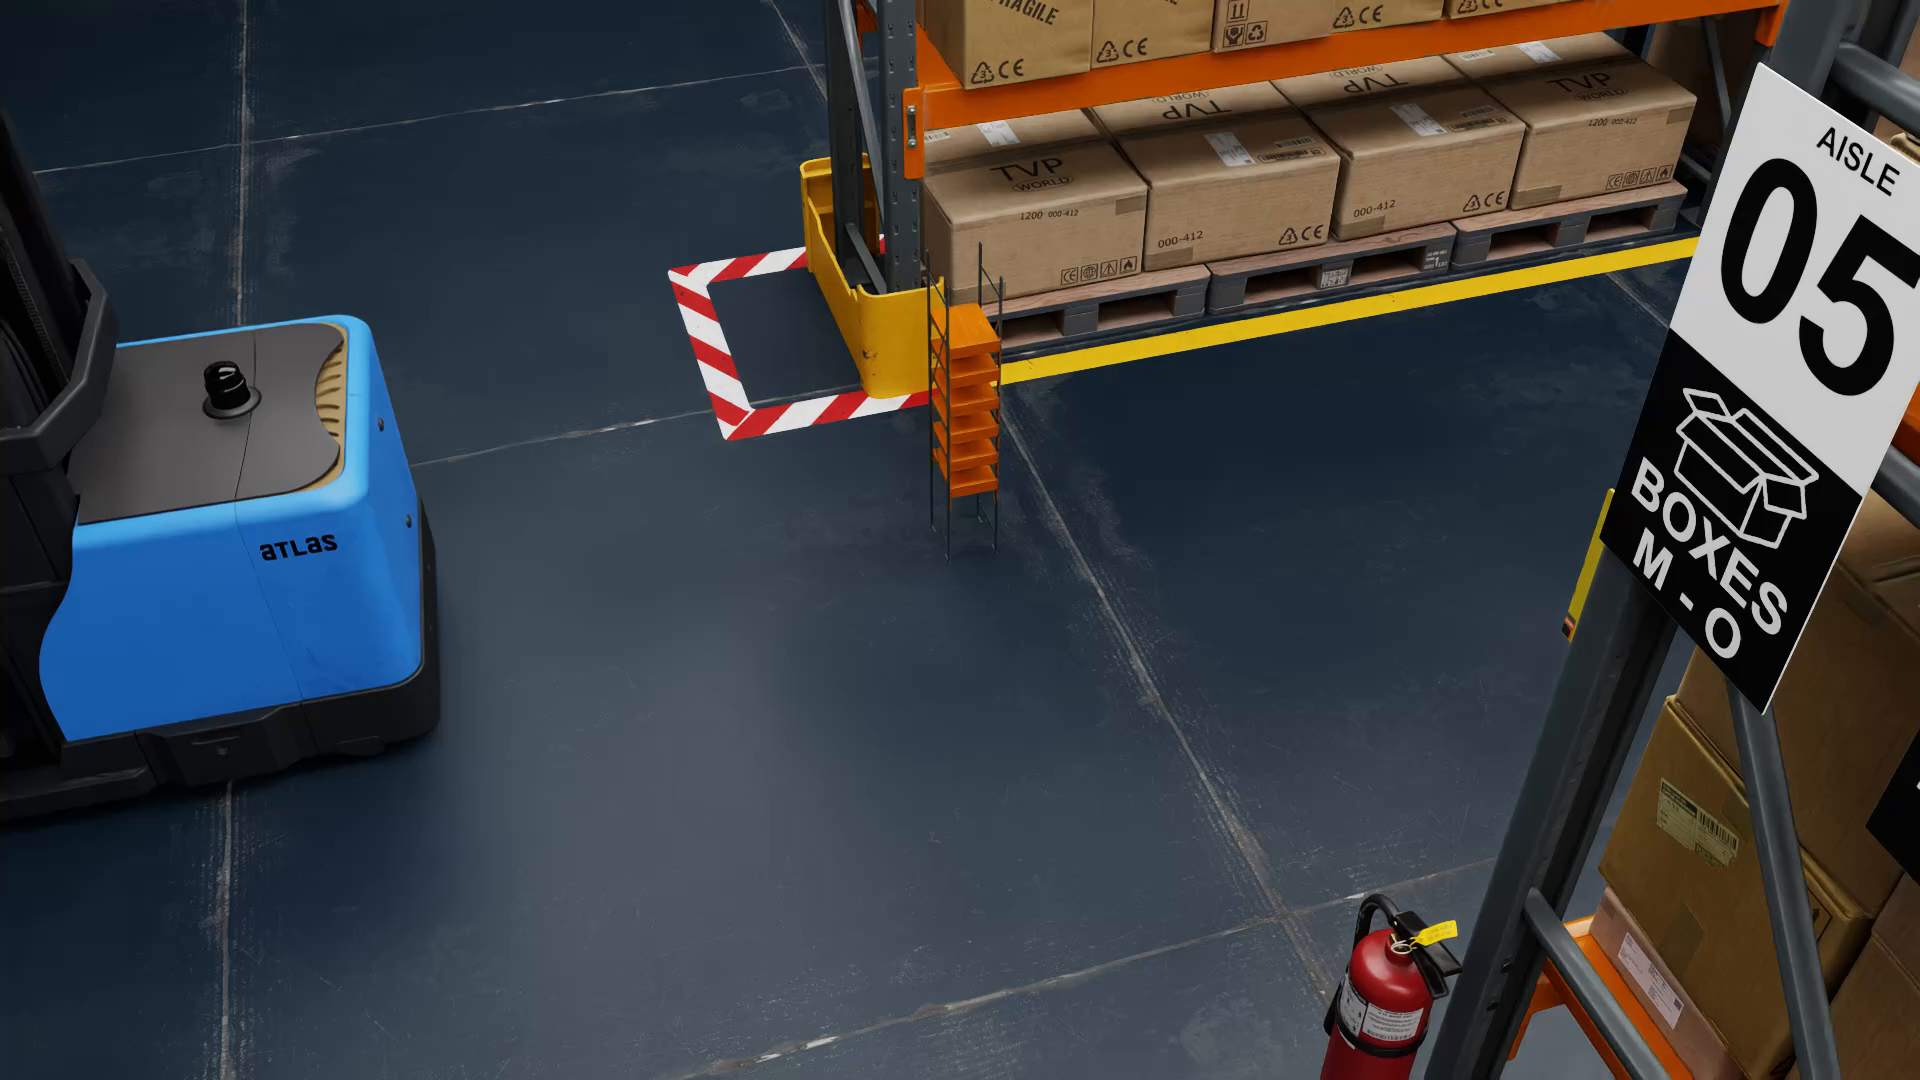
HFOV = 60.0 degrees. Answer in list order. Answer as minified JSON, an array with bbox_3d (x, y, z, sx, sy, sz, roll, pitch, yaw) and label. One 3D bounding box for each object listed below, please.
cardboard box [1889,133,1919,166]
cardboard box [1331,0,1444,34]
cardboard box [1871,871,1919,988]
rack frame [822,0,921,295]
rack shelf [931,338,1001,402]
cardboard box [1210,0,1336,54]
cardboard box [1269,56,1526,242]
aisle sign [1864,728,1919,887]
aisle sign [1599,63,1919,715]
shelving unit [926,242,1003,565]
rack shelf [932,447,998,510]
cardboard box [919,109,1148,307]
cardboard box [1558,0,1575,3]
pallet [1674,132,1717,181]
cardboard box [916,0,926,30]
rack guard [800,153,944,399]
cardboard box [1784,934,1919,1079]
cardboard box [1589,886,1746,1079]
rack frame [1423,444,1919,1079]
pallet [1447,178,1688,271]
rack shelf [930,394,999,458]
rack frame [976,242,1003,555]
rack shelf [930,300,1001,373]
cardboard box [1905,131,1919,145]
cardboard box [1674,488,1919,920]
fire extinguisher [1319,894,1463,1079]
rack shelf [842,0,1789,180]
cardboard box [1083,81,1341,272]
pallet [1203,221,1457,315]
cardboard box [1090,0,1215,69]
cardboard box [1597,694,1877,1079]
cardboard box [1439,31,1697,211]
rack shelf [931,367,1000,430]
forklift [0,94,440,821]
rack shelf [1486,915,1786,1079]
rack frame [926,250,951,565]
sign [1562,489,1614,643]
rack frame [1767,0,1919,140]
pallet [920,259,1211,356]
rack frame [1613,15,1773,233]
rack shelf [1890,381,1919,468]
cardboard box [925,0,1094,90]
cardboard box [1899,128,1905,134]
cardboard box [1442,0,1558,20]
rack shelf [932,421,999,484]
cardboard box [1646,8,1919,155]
[{"bbox_3d":[1.573,-0.353,2.208,0.500,0.250,0.500,-13,43,-14],"label":"cardboard box"},{"bbox_3d":[1.616,-2.379,6.617,0.500,0.500,0.500,-10,42,-12],"label":"cardboard box"},{"bbox_3d":[1.726,0.528,2.304,0.500,0.500,0.500,-12,43,-13],"label":"cardboard box"},{"bbox_3d":[-0.365,-2.110,6.385,0.127,3.000,1.000,-12,42,-13],"label":"rack frame"},{"bbox_3d":[0.014,-0.602,5.730,0.180,0.103,0.258,-12,42,-13],"label":"rack shelf"},{"bbox_3d":[1.144,-2.269,6.492,0.500,0.500,0.500,-12,43,-13],"label":"cardboard box"},{"bbox_3d":[1.965,-1.860,7.727,0.875,0.438,0.875,-13,43,-14],"label":"cardboard box"},{"bbox_3d":[1.239,0.200,1.765,0.004,0.787,0.394,-12,42,-13],"label":"aisle sign"},{"bbox_3d":[1.058,-0.177,2.196,0.004,0.787,0.394,-12,42,-13],"label":"aisle sign"},{"bbox_3d":[0.014,-0.455,5.859,0.189,1.200,0.258,-12,42,-13],"label":"shelving unit"},{"bbox_3d":[0.014,-0.241,6.046,0.180,0.103,0.258,-12,42,-13],"label":"rack shelf"},{"bbox_3d":[0.234,-1.497,7.311,0.875,0.438,0.875,-13,43,-15],"label":"cardboard box"},{"bbox_3d":[2.595,-2.581,6.849,0.500,0.500,0.500,-13,43,-14],"label":"cardboard box"},{"bbox_3d":[4.163,-2.050,8.436,1.213,0.211,1.003,-12,42,-13],"label":"pallet"},{"bbox_3d":[0.015,-2.409,6.652,0.500,0.500,0.500,-11,42,-13],"label":"cardboard box"},{"bbox_3d":[-0.388,-1.164,7.202,0.348,0.500,1.175,-12,42,-13],"label":"rack guard"},{"bbox_3d":[1.729,0.911,2.625,0.500,0.500,0.500,-10,42,-11],"label":"cardboard box"},{"bbox_3d":[1.444,0.829,3.212,0.250,0.149,0.380,-12,42,-13],"label":"cardboard box"},{"bbox_3d":[1.218,0.976,2.853,0.127,3.000,1.000,-12,42,-13],"label":"rack frame"},{"bbox_3d":[2.701,-1.749,8.092,1.213,0.211,1.003,-12,42,-13],"label":"pallet"},{"bbox_3d":[0.014,-0.421,5.888,0.180,0.103,0.258,-12,42,-13],"label":"rack shelf"},{"bbox_3d":[0.101,-0.473,5.879,0.006,1.200,0.240,-12,42,-13],"label":"rack frame"},{"bbox_3d":[0.014,-0.692,5.651,0.180,0.103,0.258,-12,42,-13],"label":"rack shelf"},{"bbox_3d":[1.581,-0.536,2.038,0.500,0.250,0.500,-13,43,-14],"label":"cardboard box"},{"bbox_3d":[1.580,0.203,2.675,0.500,0.500,0.500,-13,43,-14],"label":"cardboard box"},{"bbox_3d":[0.839,0.906,3.275,0.183,0.674,0.296,-12,42,-13],"label":"fire extinguisher"},{"bbox_3d":[1.542,-2.235,7.075,4.000,0.370,1.077,-12,42,-13],"label":"rack shelf"},{"bbox_3d":[1.105,-1.683,7.524,0.875,0.438,0.875,-11,42,-12],"label":"cardboard box"},{"bbox_3d":[1.536,-1.506,7.813,1.213,0.211,1.003,-12,42,-13],"label":"pallet"},{"bbox_3d":[0.653,-2.180,6.389,0.500,0.500,0.500,-12,43,-14],"label":"cardboard box"},{"bbox_3d":[1.569,0.576,3.008,0.500,0.500,0.500,-11,42,-12],"label":"cardboard box"},{"bbox_3d":[2.819,-2.037,7.930,0.875,0.438,0.875,-12,43,-14],"label":"cardboard box"},{"bbox_3d":[0.014,-0.512,5.809,0.180,0.103,0.258,-12,42,-13],"label":"rack shelf"},{"bbox_3d":[-3.290,-0.504,4.599,3.031,2.935,1.130,-10,42,-11],"label":"forklift"},{"bbox_3d":[3.126,0.852,3.542,4.000,0.370,1.077,-12,42,-13],"label":"rack shelf"},{"bbox_3d":[-0.073,-0.437,5.838,0.006,1.200,0.240,-12,42,-13],"label":"rack frame"},{"bbox_3d":[1.071,0.069,2.771,0.005,0.325,0.100,-12,42,-13],"label":"sign"},{"bbox_3d":[1.218,-1.283,0.879,0.127,3.000,1.000,-12,42,-13],"label":"rack frame"},{"bbox_3d":[0.374,-1.267,7.540,1.213,0.211,1.003,-12,42,-13],"label":"pallet"},{"bbox_3d":[3.450,-2.901,7.290,0.127,3.000,1.000,-12,42,-13],"label":"rack frame"},{"bbox_3d":[3.126,-0.278,2.555,4.000,0.370,1.077,-12,42,-13],"label":"rack shelf"},{"bbox_3d":[0.179,-2.063,6.255,0.500,0.500,0.500,-12,43,-13],"label":"cardboard box"},{"bbox_3d":[4.877,-2.615,8.259,0.875,0.875,0.875,-11,42,-12],"label":"cardboard box"},{"bbox_3d":[2.120,-2.473,6.724,0.500,0.500,0.500,-12,43,-14],"label":"cardboard box"},{"bbox_3d":[0.014,-0.331,5.967,0.180,0.103,0.258,-12,42,-13],"label":"rack shelf"},{"bbox_3d":[4.017,-2.431,8.049,0.875,0.875,0.875,-10,42,-12],"label":"cardboard box"}]
